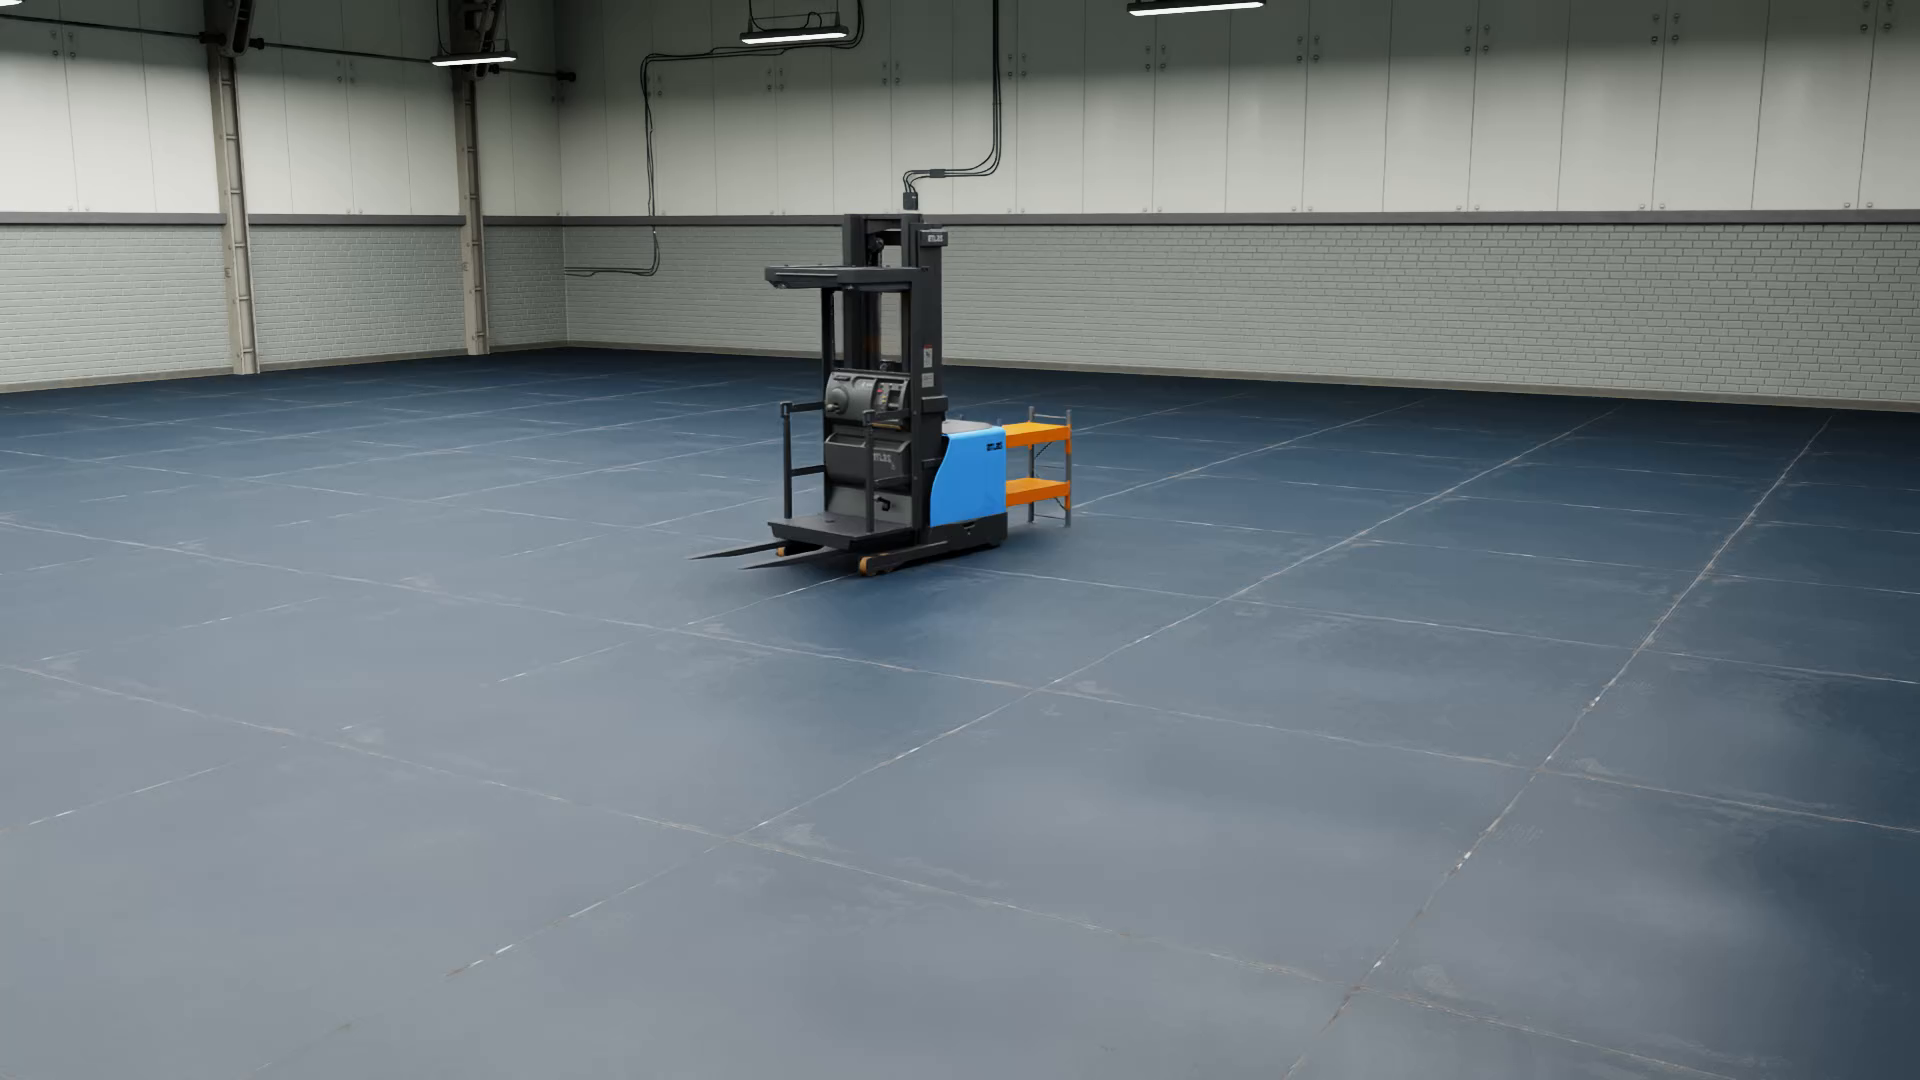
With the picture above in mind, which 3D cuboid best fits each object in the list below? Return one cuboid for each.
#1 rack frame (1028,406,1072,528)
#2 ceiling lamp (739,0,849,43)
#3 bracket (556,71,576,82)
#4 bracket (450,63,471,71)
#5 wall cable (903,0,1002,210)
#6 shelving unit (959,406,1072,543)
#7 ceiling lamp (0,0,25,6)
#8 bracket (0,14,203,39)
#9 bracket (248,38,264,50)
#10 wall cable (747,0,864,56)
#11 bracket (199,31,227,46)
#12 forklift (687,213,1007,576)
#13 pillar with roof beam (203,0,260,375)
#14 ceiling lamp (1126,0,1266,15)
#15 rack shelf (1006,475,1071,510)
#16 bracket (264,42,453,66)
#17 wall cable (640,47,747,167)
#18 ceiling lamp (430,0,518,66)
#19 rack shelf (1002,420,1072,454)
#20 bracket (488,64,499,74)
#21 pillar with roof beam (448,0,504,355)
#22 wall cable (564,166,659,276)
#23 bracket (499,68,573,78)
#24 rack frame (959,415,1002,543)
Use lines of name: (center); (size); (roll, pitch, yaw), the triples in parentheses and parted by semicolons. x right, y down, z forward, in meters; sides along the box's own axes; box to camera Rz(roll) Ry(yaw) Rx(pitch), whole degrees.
rack frame: (0.862, -0.702, 15.942); (0.500, 1.125, 0.032); (9, 14, 41)
ceiling lamp: (-2.583, -9.751, 27.017); (2.000, 3.185, 0.800); (6, 12, 31)
bracket: (-9.203, -10.823, 38.823); (0.235, 0.232, 0.430); (6, 12, 31)
bracket: (-10.864, -10.319, 36.134); (0.235, 0.232, 0.430); (6, 12, 31)
wall cable: (-0.187, -9.748, 33.625); (2.305, 6.003, 0.169); (6, 12, 31)
shelving unit: (0.523, -0.632, 15.569); (0.538, 1.125, 1.048); (9, 14, 41)
ceiling lamp: (-13.629, -9.024, 23.135); (2.000, 3.185, 0.800); (6, 12, 31)
bracket: (-15.317, -8.970, 28.930); (0.076, 0.066, 4.783); (6, 12, 31)
bracket: (-13.548, -9.506, 31.791); (0.235, 0.232, 0.430); (6, 12, 31)
wall cable: (-3.335, -11.624, 35.238); (3.097, 2.526, 0.112); (6, 12, 31)
bracket: (-13.979, -9.376, 31.094); (0.235, 0.232, 0.430); (6, 12, 31)
forklift: (-0.931, -1.249, 13.956); (1.130, 2.935, 3.031); (9, 14, 41)
pillar with roof beam: (-10.388, -7.294, 29.758); (9.100, 9.000, 0.548); (6, 12, 31)
ceiling lamp: (3.451, -9.076, 23.414); (2.000, 3.185, 0.800); (6, 12, 31)
rack shelf: (0.523, -0.392, 15.614); (0.538, 0.278, 1.000); (9, 14, 41)
bracket: (-12.202, -9.914, 33.970); (0.076, 0.066, 4.783); (6, 12, 31)
wall cable: (-5.980, -9.684, 37.236); (3.097, 2.526, 0.112); (6, 12, 31)
ceiling lamp: (-8.899, -10.457, 30.788); (2.000, 3.185, 0.800); (6, 12, 31)
rack shelf: (0.523, -0.920, 15.515); (0.538, 0.278, 1.000); (9, 14, 41)
bracket: (-10.433, -10.450, 36.832); (0.235, 0.232, 0.430); (6, 12, 31)
pillar with roof beam: (-7.273, -8.238, 34.799); (9.100, 9.000, 0.548); (6, 12, 31)
wall cable: (-8.292, -7.460, 39.081); (3.097, 2.526, 0.112); (6, 12, 31)
bracket: (-9.509, -10.730, 38.326); (0.076, 0.066, 3.189); (6, 12, 31)
rack frame: (0.185, -0.562, 15.196); (0.500, 1.125, 0.032); (9, 14, 41)
